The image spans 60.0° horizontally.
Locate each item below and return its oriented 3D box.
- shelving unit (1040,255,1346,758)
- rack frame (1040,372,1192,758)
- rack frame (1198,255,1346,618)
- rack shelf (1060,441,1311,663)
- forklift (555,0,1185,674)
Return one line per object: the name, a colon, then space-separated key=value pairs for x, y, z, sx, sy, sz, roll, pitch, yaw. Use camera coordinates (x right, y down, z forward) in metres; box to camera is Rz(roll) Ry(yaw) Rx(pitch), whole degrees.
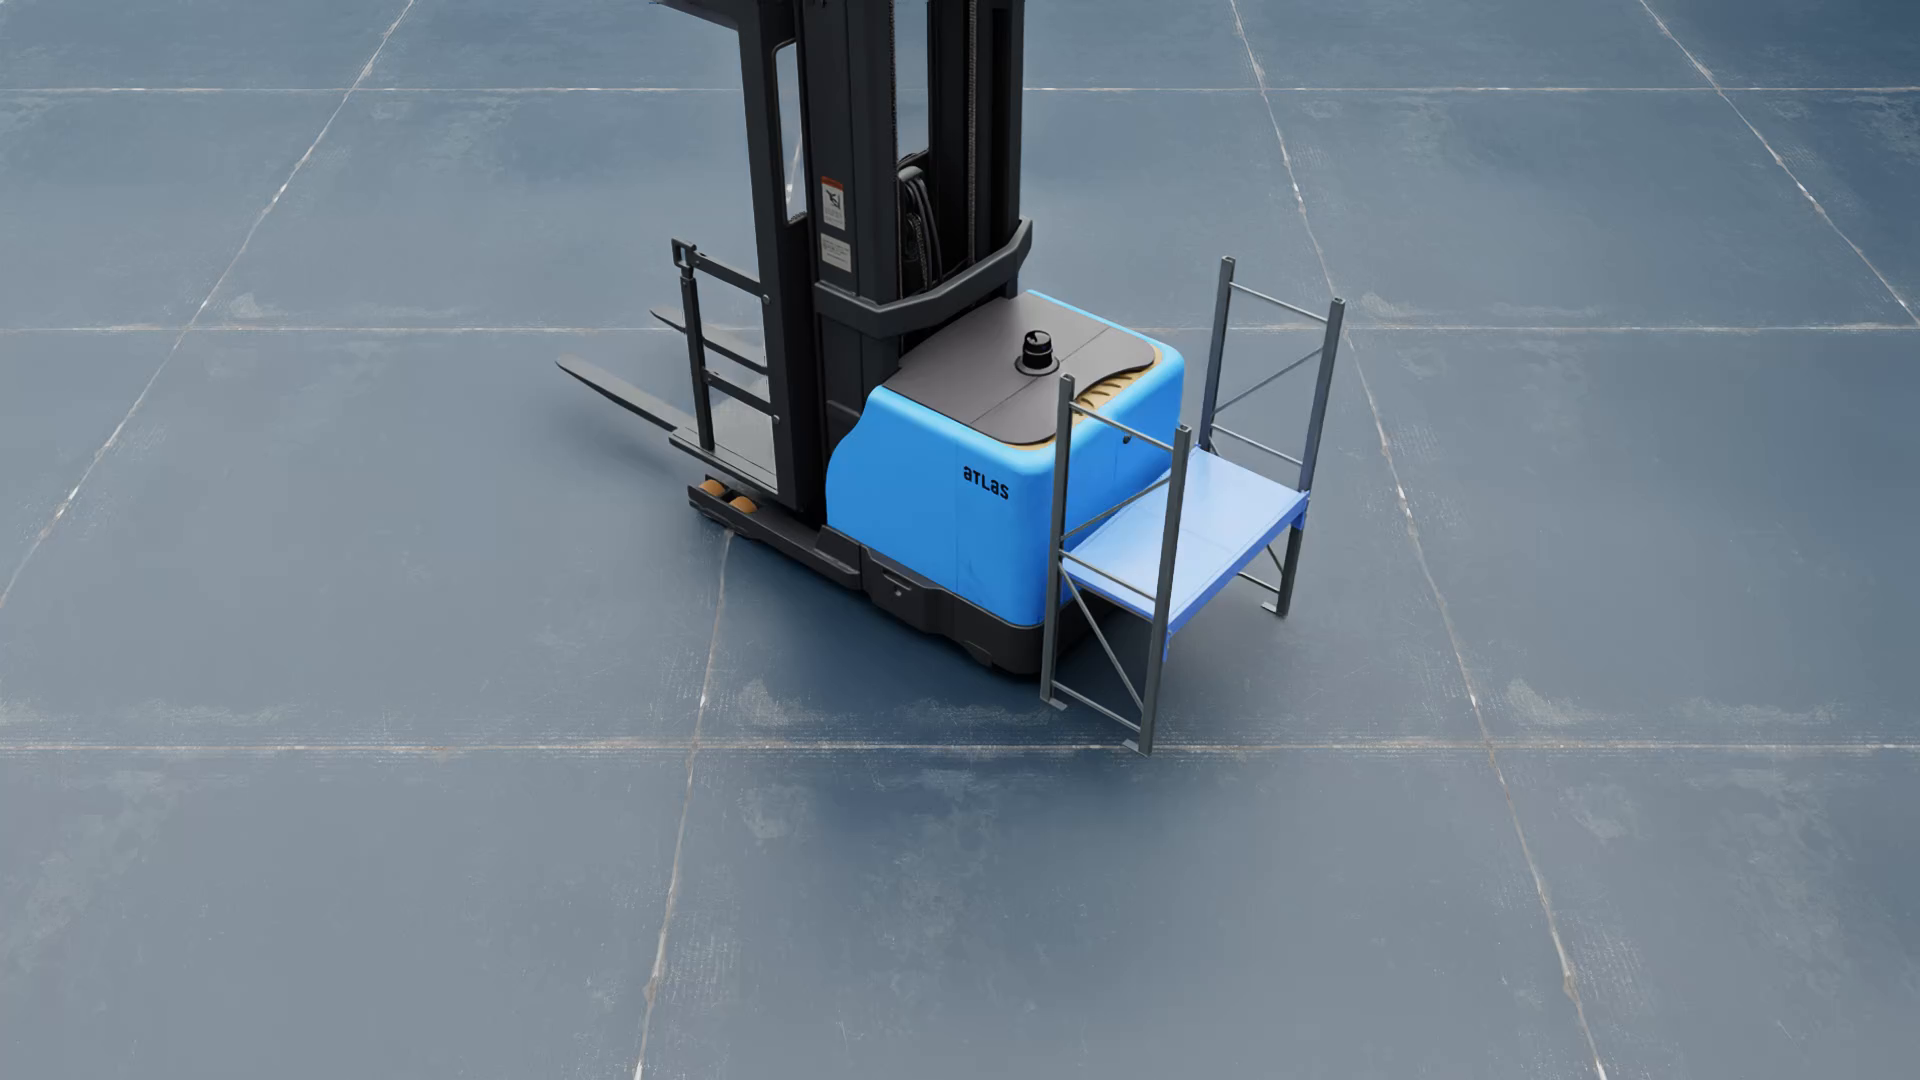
shelving unit: x=0.843 y=-0.118 z=6.192 sx=0.538 sy=1.500 sz=1.048 roll=27 pitch=46 yaw=28
rack frame: x=0.525 y=0.130 z=5.882 sx=0.500 sy=1.500 sz=0.032 roll=27 pitch=46 yaw=28
rack frame: x=1.160 y=-0.366 z=6.501 sx=0.500 sy=1.500 sz=0.032 roll=27 pitch=46 yaw=28
rack shelf: x=0.840 y=0.021 z=6.306 sx=0.538 sy=0.185 sz=1.000 roll=27 pitch=46 yaw=28
forklift: x=-0.568 y=-1.393 z=6.644 sx=3.031 sy=2.935 sz=1.130 roll=27 pitch=46 yaw=30
